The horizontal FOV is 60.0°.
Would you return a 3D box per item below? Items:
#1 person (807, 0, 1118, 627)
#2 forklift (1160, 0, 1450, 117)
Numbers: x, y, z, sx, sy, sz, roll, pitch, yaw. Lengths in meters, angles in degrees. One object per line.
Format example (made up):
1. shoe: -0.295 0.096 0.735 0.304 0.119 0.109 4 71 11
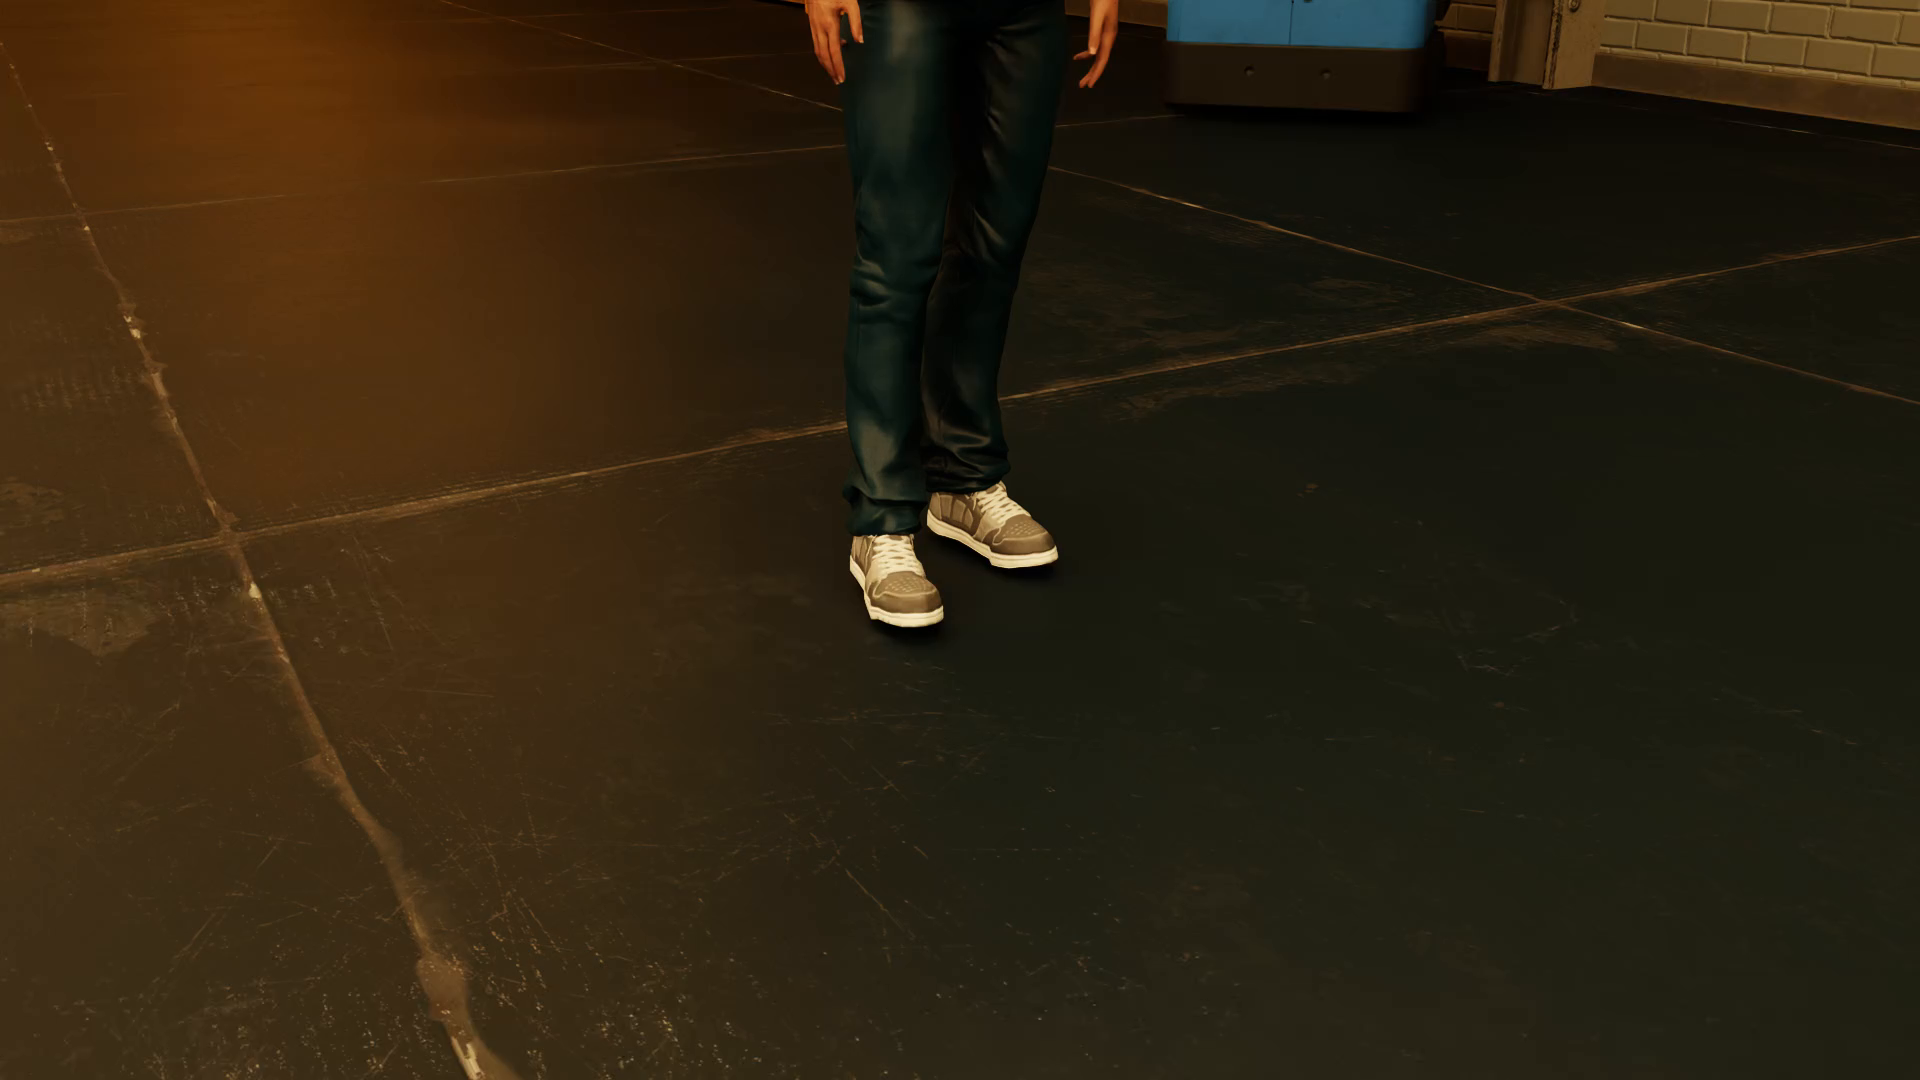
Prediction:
1. person: 0.025 -0.719 2.262 0.520 1.599 0.473 -12 25 -28
2. forklift: 1.748 -3.569 7.472 1.130 2.935 3.031 7 23 16
